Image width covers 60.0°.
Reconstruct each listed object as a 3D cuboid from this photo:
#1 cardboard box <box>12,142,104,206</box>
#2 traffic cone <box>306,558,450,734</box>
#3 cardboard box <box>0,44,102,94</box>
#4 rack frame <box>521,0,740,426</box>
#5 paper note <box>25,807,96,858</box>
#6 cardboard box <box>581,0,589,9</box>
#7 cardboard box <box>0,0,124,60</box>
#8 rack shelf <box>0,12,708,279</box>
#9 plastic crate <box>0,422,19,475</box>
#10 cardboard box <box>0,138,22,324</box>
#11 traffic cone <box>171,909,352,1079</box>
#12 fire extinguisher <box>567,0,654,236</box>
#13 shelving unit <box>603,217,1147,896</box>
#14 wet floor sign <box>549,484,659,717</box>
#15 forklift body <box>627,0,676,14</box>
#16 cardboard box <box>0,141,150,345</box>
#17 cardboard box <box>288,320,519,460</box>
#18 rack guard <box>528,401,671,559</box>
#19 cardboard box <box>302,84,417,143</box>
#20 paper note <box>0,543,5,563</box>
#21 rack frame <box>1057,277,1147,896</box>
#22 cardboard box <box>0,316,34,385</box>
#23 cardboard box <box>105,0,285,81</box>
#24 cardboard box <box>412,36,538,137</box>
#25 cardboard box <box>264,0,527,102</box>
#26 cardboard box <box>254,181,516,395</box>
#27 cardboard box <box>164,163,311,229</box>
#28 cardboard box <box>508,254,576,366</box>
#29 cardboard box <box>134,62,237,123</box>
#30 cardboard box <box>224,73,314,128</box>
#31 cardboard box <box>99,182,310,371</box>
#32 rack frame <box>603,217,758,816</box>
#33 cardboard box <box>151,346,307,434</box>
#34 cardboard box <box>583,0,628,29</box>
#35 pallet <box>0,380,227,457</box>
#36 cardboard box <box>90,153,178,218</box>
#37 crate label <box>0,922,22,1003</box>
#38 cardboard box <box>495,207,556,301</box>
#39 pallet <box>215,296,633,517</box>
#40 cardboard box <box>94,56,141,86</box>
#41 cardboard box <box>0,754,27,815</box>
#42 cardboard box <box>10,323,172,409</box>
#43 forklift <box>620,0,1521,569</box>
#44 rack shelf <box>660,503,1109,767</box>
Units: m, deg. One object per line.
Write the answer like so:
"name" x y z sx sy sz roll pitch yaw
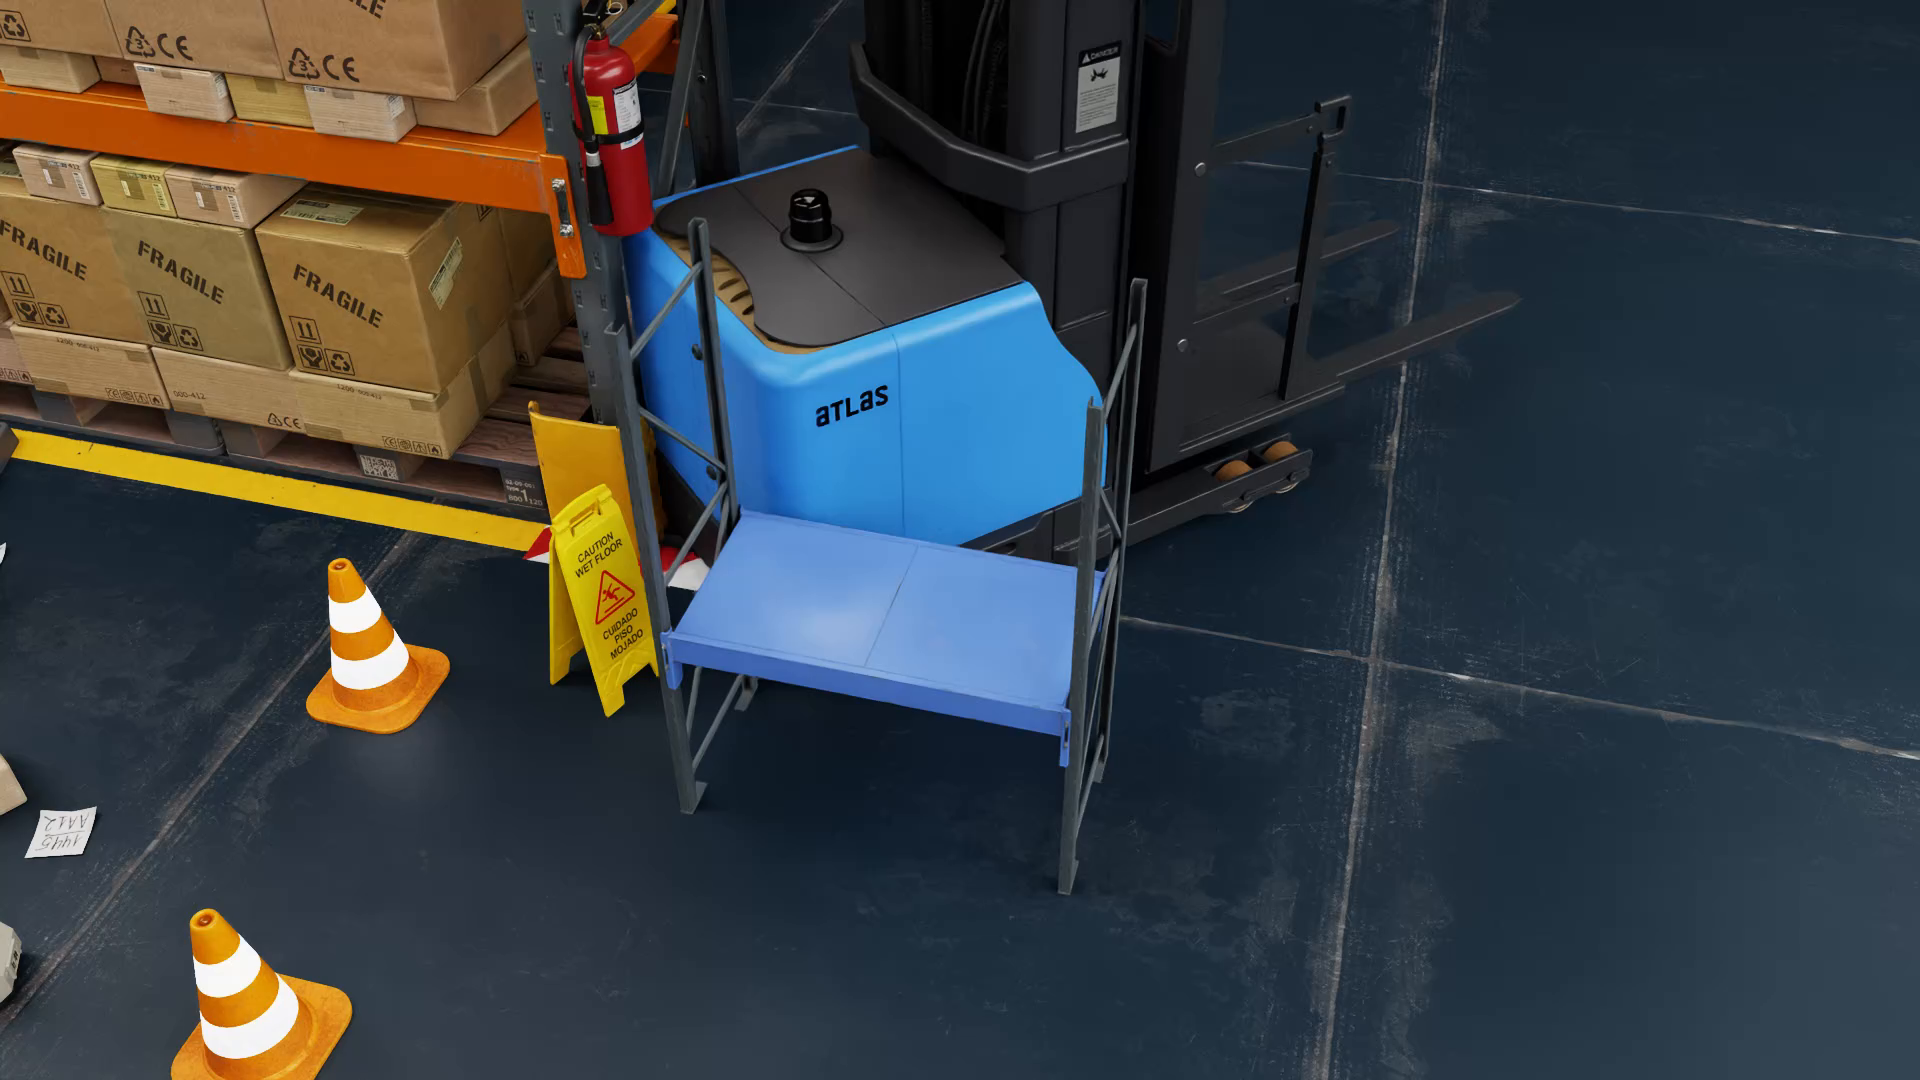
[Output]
"cardboard box" -2.619 -1.182 5.049 0.250 0.149 0.380 11 41 13
"traffic cone" -1.658 0.242 4.602 0.334 0.463 0.336 10 41 11
"cardboard box" -2.580 -1.462 4.853 0.250 0.149 0.380 9 41 11
"rack frame" -0.909 -1.459 4.655 0.127 3.000 1.000 10 41 11
"paper note" -2.337 0.757 4.325 0.142 0.019 0.148 -3 40 -4
"cardboard box" -1.295 -1.863 4.826 0.500 0.500 0.500 9 41 11
"cardboard box" -2.470 -1.702 4.635 0.500 0.500 0.500 10 41 11
"rack shelf" -2.841 -1.516 5.283 4.000 0.370 1.077 10 41 11
"plastic crate" -3.469 -0.236 5.469 0.583 0.080 0.402 -3 40 -4
"cardboard box" -3.253 -1.085 5.438 0.500 0.500 0.500 12 41 14
"traffic cone" -1.617 0.988 3.714 0.334 0.463 0.336 10 41 11
"fire extinguisher" -0.918 -1.124 4.317 0.183 0.674 0.296 10 41 11
"shelving unit" -0.165 0.080 3.989 1.048 1.500 0.538 10 41 11
"wet floor sign" -1.002 0.138 4.583 0.232 0.644 0.267 24 46 26
"forklift body" -1.933 -3.401 7.627 1.214 2.155 2.313 10 41 11
"cardboard box" -2.741 -0.999 5.335 0.500 0.500 0.500 9 41 10
"cardboard box" -1.783 -0.539 5.370 0.500 0.250 0.500 10 41 11
"rack guard" -0.983 -0.515 5.474 0.348 0.500 1.175 10 41 11
"cardboard box" -1.599 -1.266 4.620 0.250 0.149 0.380 9 41 11
"paper note" -3.048 0.065 5.149 0.148 0.019 0.142 -3 40 -4
"rack frame" 0.326 0.164 3.888 0.032 1.500 0.500 10 41 11
"cardboard box" -3.241 -0.798 5.679 0.500 0.250 0.500 9 41 11
"cardboard box" -1.987 -1.617 4.534 0.500 0.500 0.500 10 41 12
"cardboard box" -1.326 -1.292 4.652 0.250 0.149 0.380 11 41 13
"cardboard box" -1.505 -1.531 4.431 0.500 0.500 0.500 9 41 11
"cardboard box" -1.751 -0.826 5.129 0.500 0.500 0.500 10 41 12
"cardboard box" -2.123 -1.093 4.943 0.250 0.149 0.380 11 41 13
"cardboard box" -1.617 -0.873 5.769 0.500 0.250 0.500 9 41 11
"cardboard box" -2.098 -1.346 4.715 0.250 0.149 0.380 10 41 12
"cardboard box" -1.841 -1.322 4.687 0.250 0.149 0.380 9 41 11
"cardboard box" -2.256 -0.910 5.230 0.500 0.500 0.500 11 41 13
"rack frame" -0.656 -0.005 4.090 0.032 1.500 0.500 10 41 11
"cardboard box" -2.258 -0.626 5.474 0.500 0.250 0.500 10 41 12
"cardboard box" -1.184 -1.548 4.957 0.250 0.149 0.380 10 41 12
"pallet" -2.933 -0.765 5.997 1.213 0.211 1.003 10 41 11
"cardboard box" -2.365 -1.137 4.996 0.250 0.149 0.380 10 41 12
"crate label" -2.392 1.021 3.928 0.298 0.136 0.250 -10 41 -11
"cardboard box" -1.640 -1.164 5.532 0.500 0.500 0.500 8 41 10
"pallet" -1.758 -0.561 5.754 1.213 0.211 1.003 10 41 11
"cardboard box" -2.309 -1.476 4.870 0.250 0.149 0.380 10 41 12
"cardboard box" -2.697 0.669 4.337 0.250 0.149 0.380 33 50 33
"cardboard box" -2.765 -0.709 5.573 0.500 0.250 0.500 8 41 10
"forklift" 0.544 -1.477 4.729 3.031 2.935 1.130 -22 45 -24
"rack shelf" -0.165 0.217 4.105 1.000 0.185 0.538 10 41 11
